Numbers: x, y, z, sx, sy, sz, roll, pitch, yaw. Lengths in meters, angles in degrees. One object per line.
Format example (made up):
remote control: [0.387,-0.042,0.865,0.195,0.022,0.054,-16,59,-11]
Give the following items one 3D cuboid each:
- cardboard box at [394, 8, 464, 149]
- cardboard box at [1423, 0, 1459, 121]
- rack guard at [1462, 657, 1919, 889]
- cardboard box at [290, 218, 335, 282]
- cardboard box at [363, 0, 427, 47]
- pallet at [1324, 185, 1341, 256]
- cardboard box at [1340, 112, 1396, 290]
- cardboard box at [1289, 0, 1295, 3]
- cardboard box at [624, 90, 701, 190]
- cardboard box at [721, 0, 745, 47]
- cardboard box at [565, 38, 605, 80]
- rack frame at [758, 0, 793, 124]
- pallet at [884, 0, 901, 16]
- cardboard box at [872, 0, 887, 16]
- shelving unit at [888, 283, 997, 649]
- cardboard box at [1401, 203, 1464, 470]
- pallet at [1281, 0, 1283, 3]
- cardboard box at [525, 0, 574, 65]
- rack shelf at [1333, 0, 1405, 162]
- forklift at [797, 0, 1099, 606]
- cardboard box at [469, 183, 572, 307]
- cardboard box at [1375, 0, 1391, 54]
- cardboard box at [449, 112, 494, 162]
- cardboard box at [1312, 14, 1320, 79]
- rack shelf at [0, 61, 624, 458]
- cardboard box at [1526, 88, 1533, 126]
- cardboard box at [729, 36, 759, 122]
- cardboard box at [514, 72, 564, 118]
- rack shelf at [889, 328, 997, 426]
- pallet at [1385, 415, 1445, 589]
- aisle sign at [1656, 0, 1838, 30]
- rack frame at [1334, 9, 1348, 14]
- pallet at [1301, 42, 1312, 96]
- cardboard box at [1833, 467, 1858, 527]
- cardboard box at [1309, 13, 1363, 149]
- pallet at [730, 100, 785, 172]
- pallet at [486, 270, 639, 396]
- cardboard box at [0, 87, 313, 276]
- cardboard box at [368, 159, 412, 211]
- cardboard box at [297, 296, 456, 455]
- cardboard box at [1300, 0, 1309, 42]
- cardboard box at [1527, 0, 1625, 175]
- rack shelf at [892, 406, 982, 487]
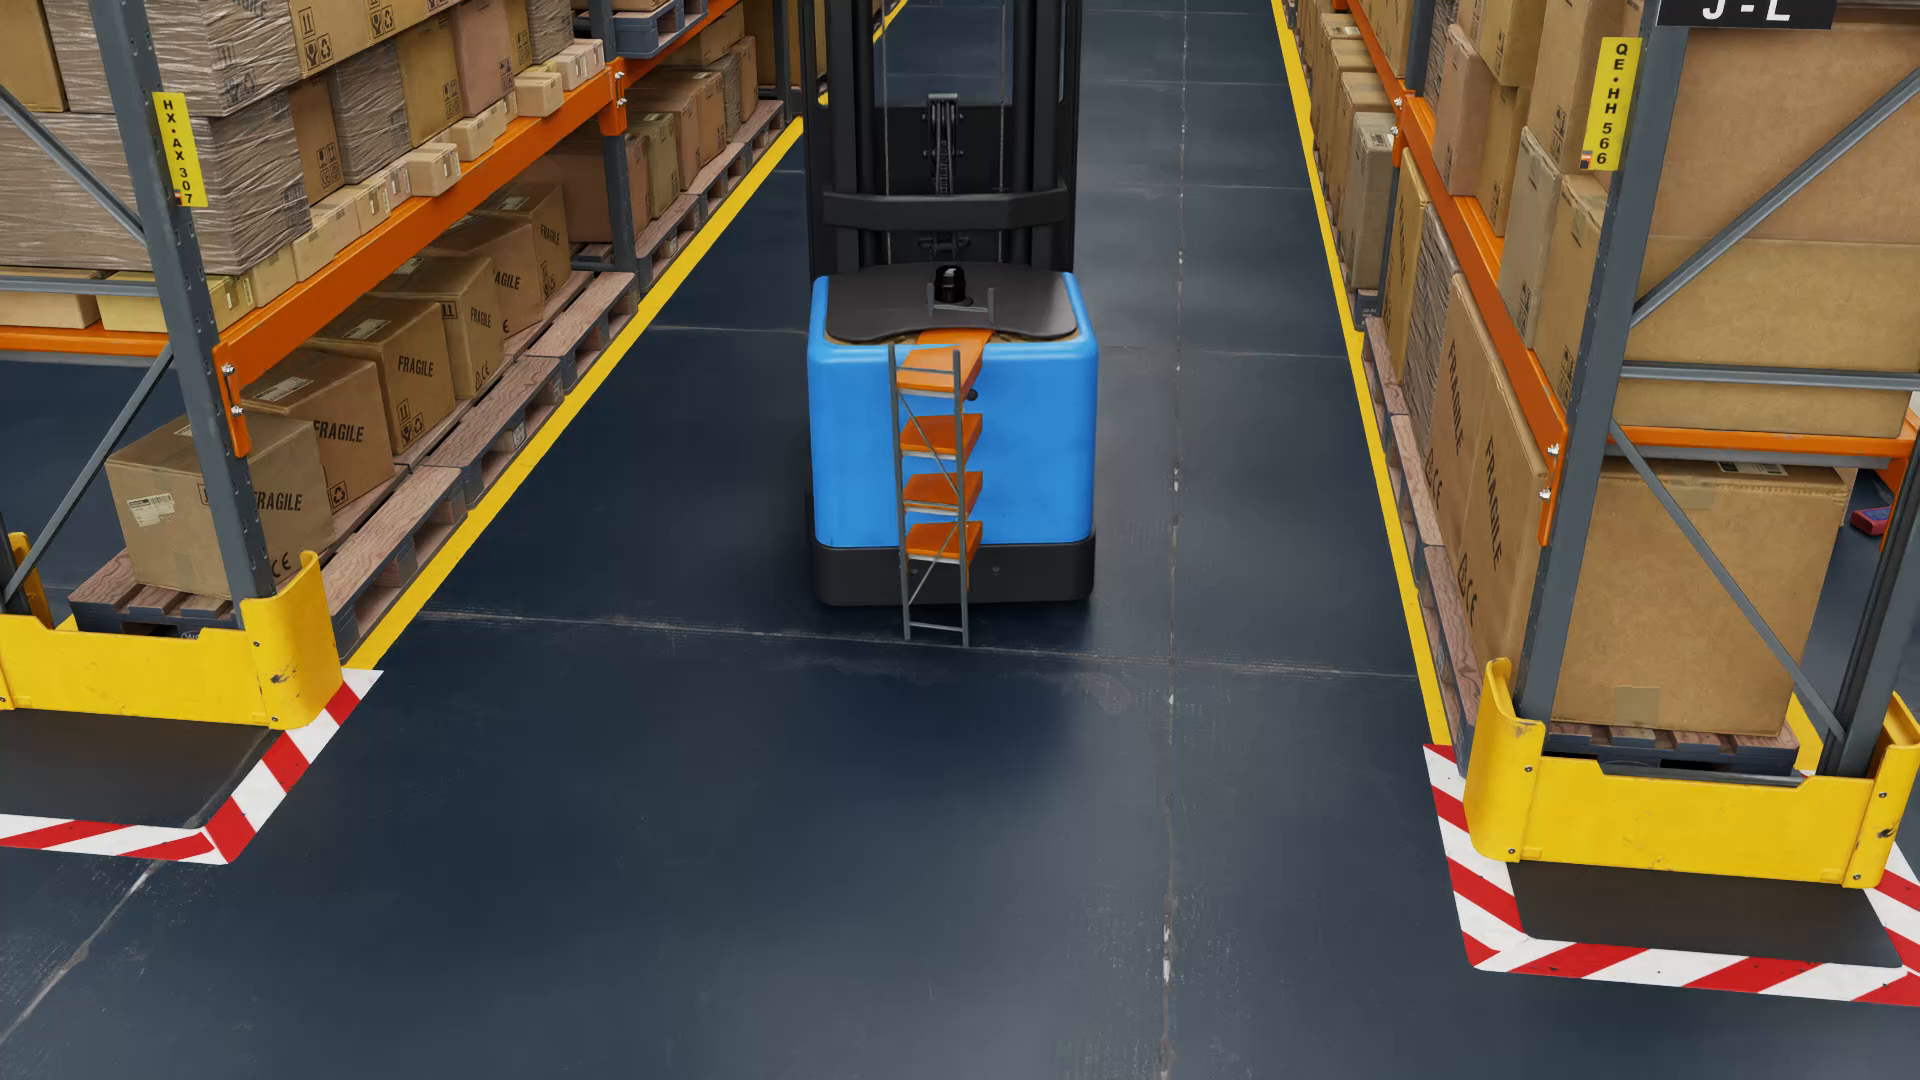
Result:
cardboard box: [-2.547,-1.902,6.699,0.875,0.500,0.500,3,28,6]
cardboard box: [2.606,-2.199,7.511,0.875,0.550,0.550,3,28,6]
rack guard: [2.146,0.687,4.947,1.175,0.500,0.348,3,28,6]
cardboard box: [-2.394,-1.003,5.714,0.380,0.149,0.250,3,28,6]
cardboard box: [-2.295,-2.089,5.991,0.500,0.500,0.500,3,28,6]
pallet: [2.806,-2.023,10.283,1.003,0.211,1.213,3,28,6]
cardboard box: [2.626,-1.799,8.856,1.050,0.750,0.750,3,28,6]
cardboard box: [3.329,-5.207,15.816,0.380,0.149,0.250,4,29,7]
cardboard box: [-2.029,-2.511,10.420,0.700,0.500,0.500,1,28,2]
cardboard box: [-1.833,-3.632,11.710,0.500,0.250,0.500,4,29,8]
cardboard box: [-2.005,-2.414,8.333,0.380,0.149,0.250,3,28,6]
rack frame: [-1.781,-4.526,11.988,1.000,3.000,0.127,3,28,6]
pallet: [-1.120,-5.535,16.801,1.003,0.211,1.213,3,28,6]
cardboard box: [-1.349,-5.356,15.326,1.225,0.875,0.875,3,29,6]
shelving unit: [-0.041,-0.251,5.927,0.258,1.200,0.503,6,34,13]
cardboard box: [2.386,-0.840,6.944,0.875,0.875,0.875,4,29,7]
pallet: [3.814,-5.739,17.181,1.003,0.211,1.213,3,28,6]
cardboard box: [-2.387,-2.610,8.013,0.875,0.500,0.500,3,28,6]
rack shelf: [2.884,-2.932,9.788,1.077,0.370,4.000,3,28,6]
forklift: [-0.089,-1.708,6.830,1.130,2.935,3.031,-1,28,-2]
cardboard box: [-2.360,-1.541,8.641,0.500,0.500,0.500,3,28,5]
cardboard box: [2.500,-2.850,8.772,0.500,0.500,0.500,3,28,6]
cardboard box: [-2.204,-1.709,7.024,0.380,0.149,0.250,3,28,6]
cardboard box: [3.018,-3.844,12.915,0.500,0.500,0.500,4,29,8]
rack shelf: [-2.516,-1.385,6.916,1.077,0.370,4.000,3,28,6]
cardboard box: [2.389,-1.184,5.627,0.875,0.550,0.550,3,28,6]
cardboard box: [-1.843,-3.303,11.889,0.700,0.500,0.500,2,28,4]
cardboard box: [-2.056,-2.059,7.674,0.380,0.149,0.250,3,28,6]
rack shelf: [-0.053,-0.581,5.714,0.258,0.148,0.480,6,34,13]
pallet: [2.322,-0.150,6.806,1.003,0.211,1.213,3,28,6]
aisle sign: [1.843,-1.553,3.729,0.394,0.787,0.004,3,28,6]
rack frame: [3.129,-4.190,11.365,1.000,3.000,0.127,3,28,6]
pallet: [3.379,-3.903,13.772,1.003,0.211,1.213,3,28,6]
cardboard box: [3.468,-0.417,6.995,0.500,0.500,0.500,8,29,15]
cardboard box: [2.966,-3.103,11.277,1.050,0.750,0.750,3,28,6]
pallet: [-1.878,-2.931,11.967,1.003,0.211,1.213,3,28,6]
pallet: [-2.318,-1.097,8.564,1.003,0.211,1.213,3,28,6]
cardboard box: [-2.666,-1.192,5.382,0.875,0.500,0.500,3,28,6]
cardboard box: [-2.343,-1.359,6.374,0.380,0.149,0.250,3,28,6]
cardboard box: [-2.533,-0.714,7.106,0.500,0.500,0.500,6,29,11]
cardboard box: [3.203,-4.576,14.274,0.500,0.500,0.500,5,29,8]
cardboard box: [2.209,-1.402,4.894,0.875,0.550,0.550,3,28,6]
rack shelf: [-0.046,-0.382,5.842,0.258,0.148,0.480,6,34,13]
